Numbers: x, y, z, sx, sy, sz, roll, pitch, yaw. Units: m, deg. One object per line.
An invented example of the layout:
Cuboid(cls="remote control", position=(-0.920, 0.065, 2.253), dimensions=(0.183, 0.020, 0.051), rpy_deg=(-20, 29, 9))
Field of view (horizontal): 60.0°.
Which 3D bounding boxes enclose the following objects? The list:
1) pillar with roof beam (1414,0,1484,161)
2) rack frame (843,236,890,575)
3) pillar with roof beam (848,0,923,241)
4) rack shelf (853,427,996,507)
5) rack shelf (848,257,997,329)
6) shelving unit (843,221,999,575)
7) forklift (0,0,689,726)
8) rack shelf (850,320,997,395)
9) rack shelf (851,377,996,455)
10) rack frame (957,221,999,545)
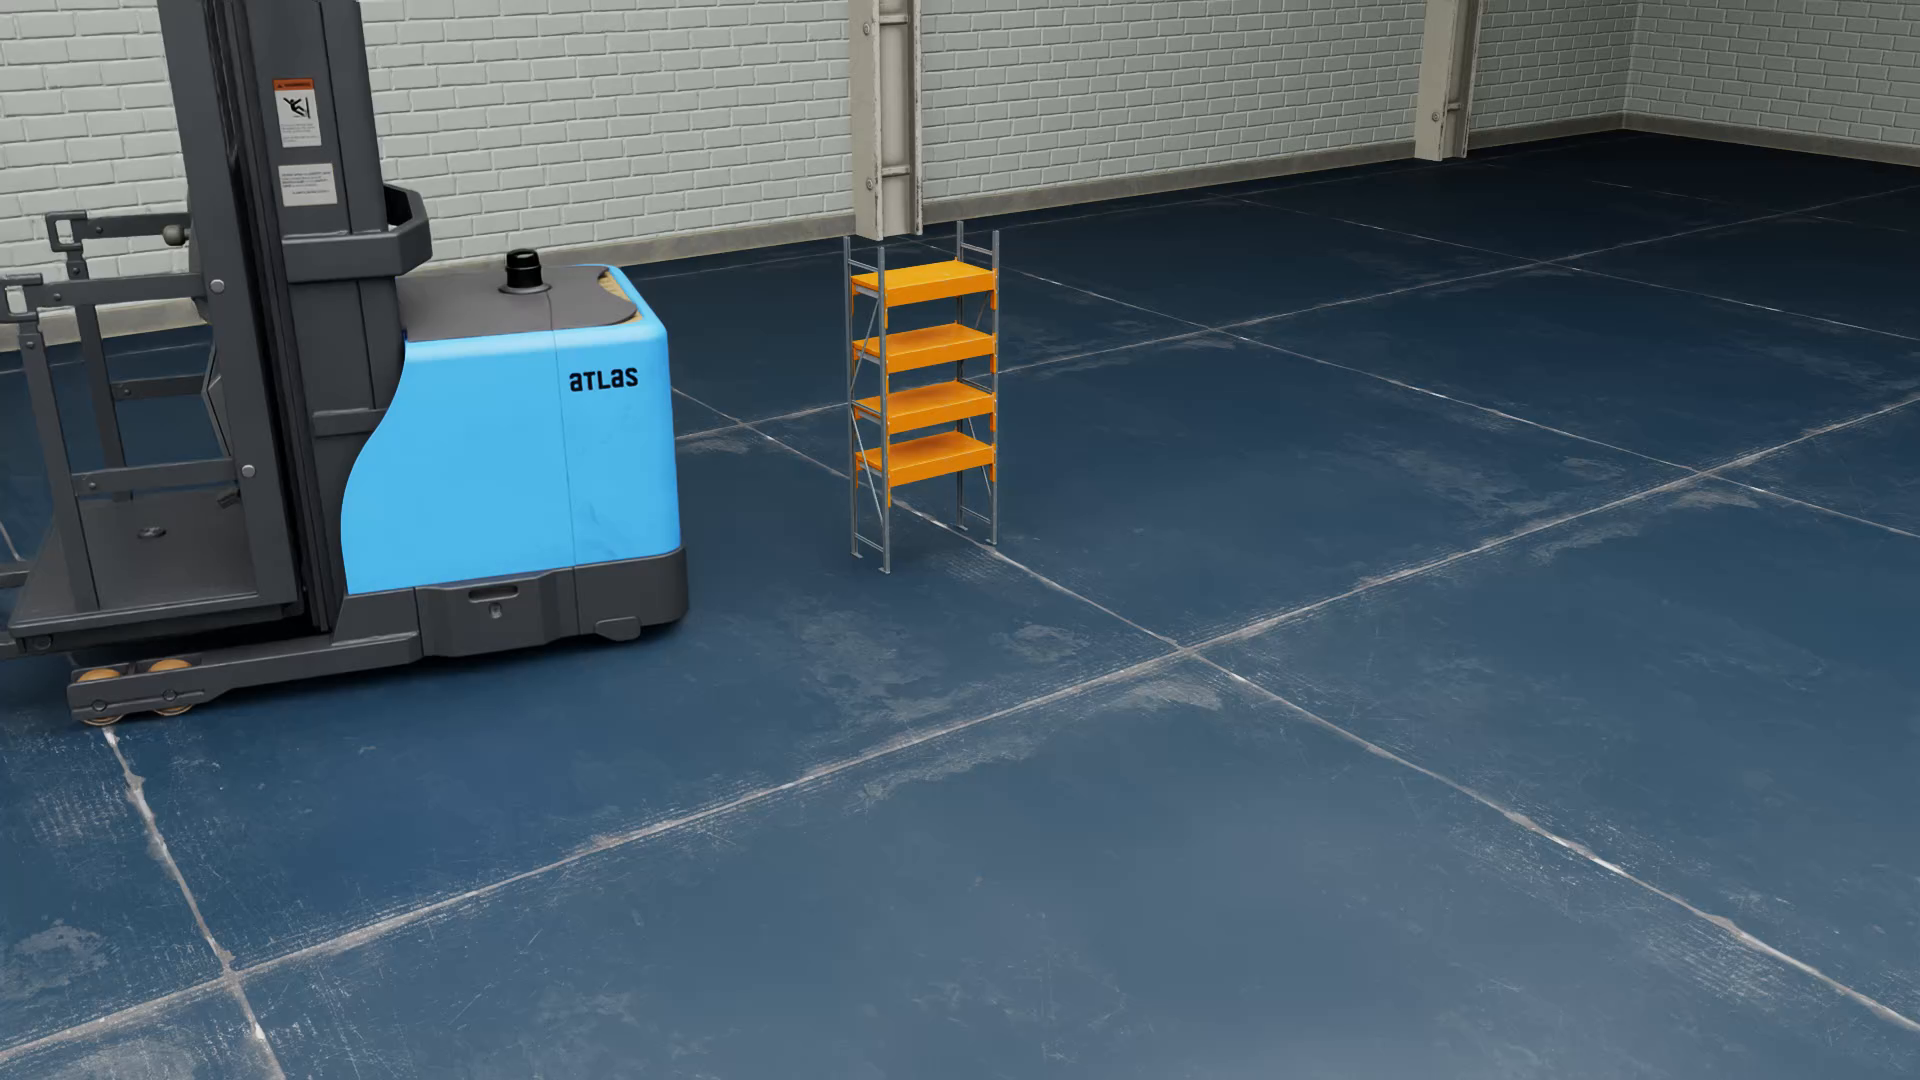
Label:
Cuboid(cls="pillar with roof beam", position=(6.873, -6.369, 10.217), dimensions=(0.400, 9.000, 9.100), rpy_deg=(-15, 26, -33))
Cuboid(cls="rack frame", position=(-0.332, -0.469, 5.952), dimensions=(0.015, 1.200, 0.240), rpy_deg=(-15, 26, -33))
Cuboid(cls="pillar with roof beam", position=(2.003, -5.071, 6.962), dimensions=(0.400, 9.000, 9.100), rpy_deg=(-15, 26, -33))
Cuboid(cls="rack shelf", position=(-0.134, -0.275, 6.183), dimensions=(0.480, 0.148, 0.258), rpy_deg=(-15, 26, -33))
Cuboid(cls="rack shelf", position=(-0.134, -0.886, 5.939), dimensions=(0.480, 0.148, 0.258), rpy_deg=(-15, 26, -33))
Cuboid(cls="shelving unit", position=(-0.134, -0.521, 6.084), dimensions=(0.503, 1.200, 0.258), rpy_deg=(-15, 26, -33))
Cuboid(cls="forklift", position=(-2.486, -1.024, 5.009), dimensions=(3.031, 2.935, 1.130), rpy_deg=(-8, 23, -18))
Cuboid(cls="rack shelf", position=(-0.134, -0.667, 6.026), dimensions=(0.480, 0.148, 0.258), rpy_deg=(-15, 26, -33))
Cuboid(cls="rack shelf", position=(-0.134, -0.459, 6.109), dimensions=(0.480, 0.148, 0.258), rpy_deg=(-15, 26, -33))
Cuboid(cls="rack frame", position=(0.064, -0.574, 6.217), dimensions=(0.015, 1.200, 0.240), rpy_deg=(-15, 26, -33))
